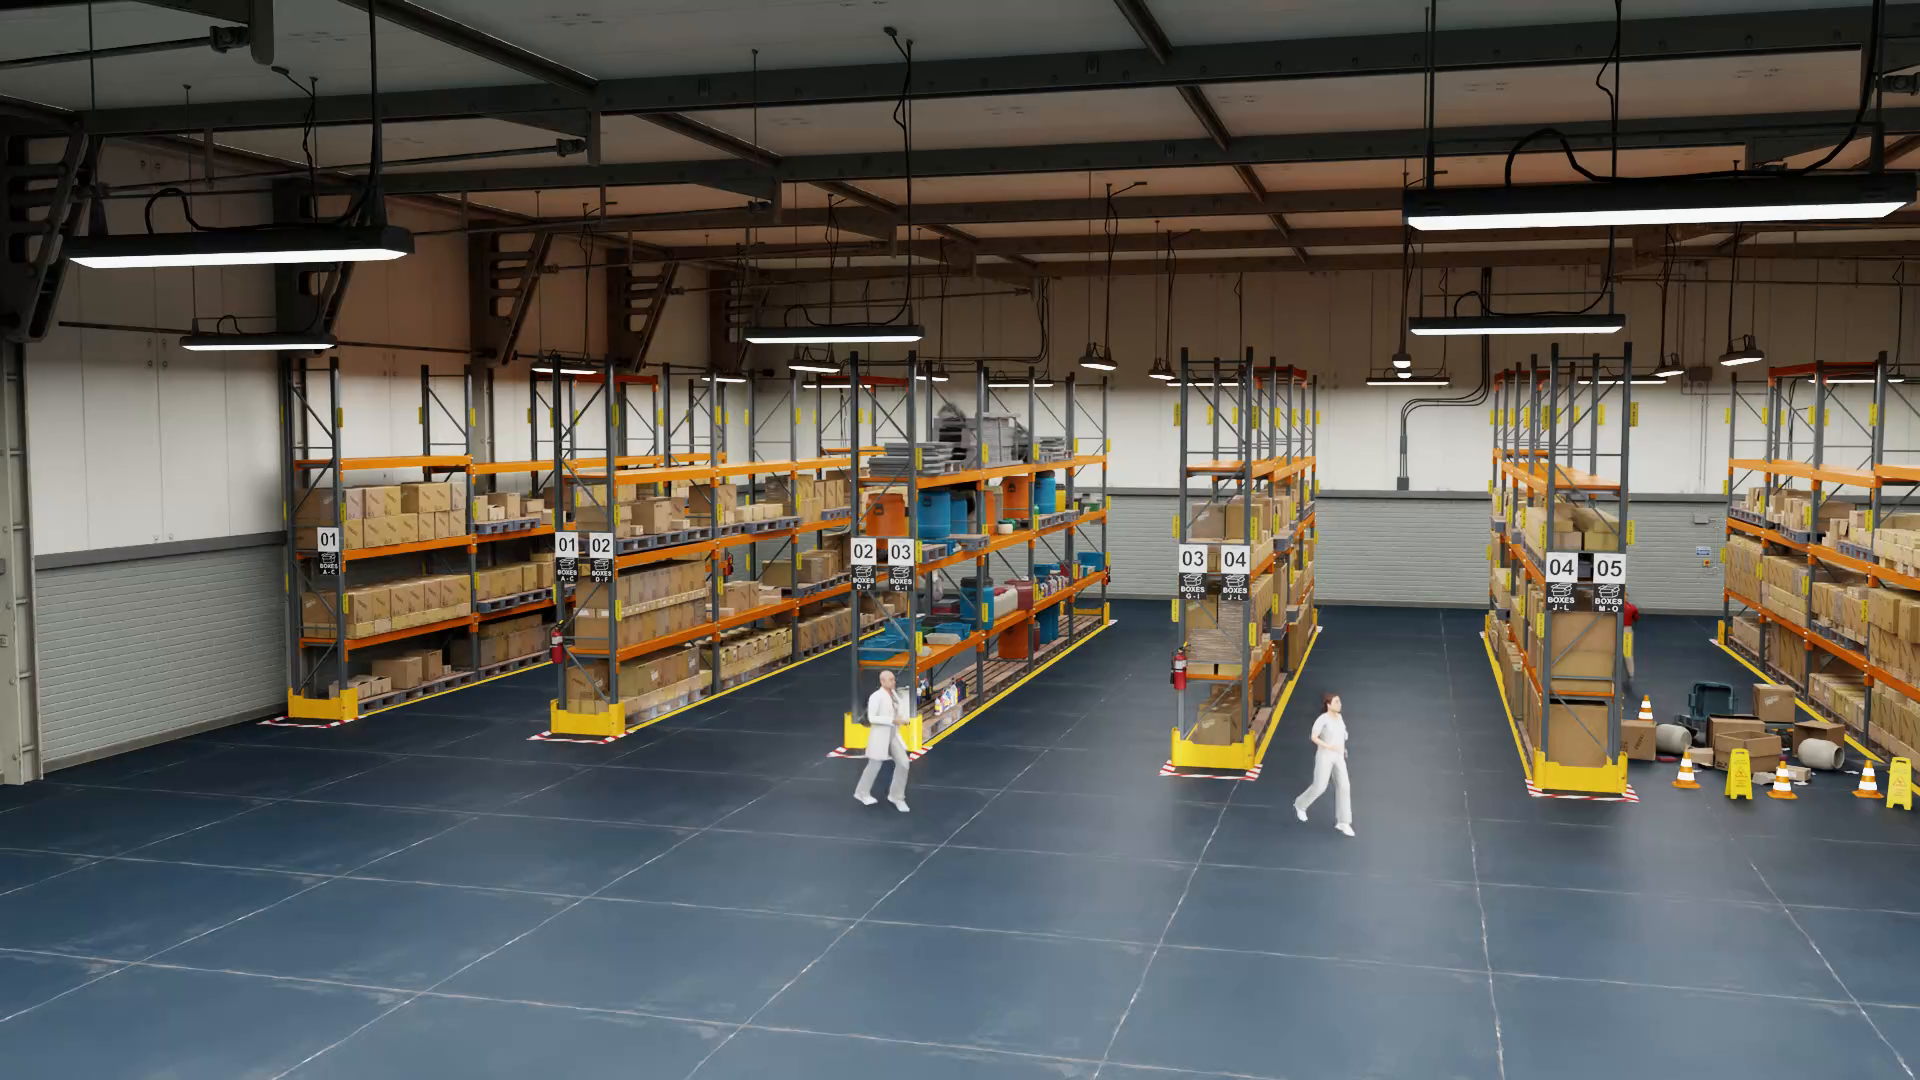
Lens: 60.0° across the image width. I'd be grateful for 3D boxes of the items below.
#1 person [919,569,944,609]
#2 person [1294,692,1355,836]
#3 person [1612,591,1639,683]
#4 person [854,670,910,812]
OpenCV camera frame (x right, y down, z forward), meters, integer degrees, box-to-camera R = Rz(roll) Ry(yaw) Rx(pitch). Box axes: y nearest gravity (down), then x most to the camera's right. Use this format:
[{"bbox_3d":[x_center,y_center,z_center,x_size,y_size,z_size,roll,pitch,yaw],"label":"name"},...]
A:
[{"bbox_3d":[-0.783,1.034,42.532,0.704,1.717,0.735,3,5,39],"label":"person"},{"bbox_3d":[4.501,2.672,20.188,0.607,1.658,0.975,-3,5,-32],"label":"person"},{"bbox_3d":[12.451,1.833,31.257,0.641,1.768,0.915,0,4,6],"label":"person"},{"bbox_3d":[-0.978,2.567,21.193,0.908,1.835,0.640,4,6,41],"label":"person"}]
